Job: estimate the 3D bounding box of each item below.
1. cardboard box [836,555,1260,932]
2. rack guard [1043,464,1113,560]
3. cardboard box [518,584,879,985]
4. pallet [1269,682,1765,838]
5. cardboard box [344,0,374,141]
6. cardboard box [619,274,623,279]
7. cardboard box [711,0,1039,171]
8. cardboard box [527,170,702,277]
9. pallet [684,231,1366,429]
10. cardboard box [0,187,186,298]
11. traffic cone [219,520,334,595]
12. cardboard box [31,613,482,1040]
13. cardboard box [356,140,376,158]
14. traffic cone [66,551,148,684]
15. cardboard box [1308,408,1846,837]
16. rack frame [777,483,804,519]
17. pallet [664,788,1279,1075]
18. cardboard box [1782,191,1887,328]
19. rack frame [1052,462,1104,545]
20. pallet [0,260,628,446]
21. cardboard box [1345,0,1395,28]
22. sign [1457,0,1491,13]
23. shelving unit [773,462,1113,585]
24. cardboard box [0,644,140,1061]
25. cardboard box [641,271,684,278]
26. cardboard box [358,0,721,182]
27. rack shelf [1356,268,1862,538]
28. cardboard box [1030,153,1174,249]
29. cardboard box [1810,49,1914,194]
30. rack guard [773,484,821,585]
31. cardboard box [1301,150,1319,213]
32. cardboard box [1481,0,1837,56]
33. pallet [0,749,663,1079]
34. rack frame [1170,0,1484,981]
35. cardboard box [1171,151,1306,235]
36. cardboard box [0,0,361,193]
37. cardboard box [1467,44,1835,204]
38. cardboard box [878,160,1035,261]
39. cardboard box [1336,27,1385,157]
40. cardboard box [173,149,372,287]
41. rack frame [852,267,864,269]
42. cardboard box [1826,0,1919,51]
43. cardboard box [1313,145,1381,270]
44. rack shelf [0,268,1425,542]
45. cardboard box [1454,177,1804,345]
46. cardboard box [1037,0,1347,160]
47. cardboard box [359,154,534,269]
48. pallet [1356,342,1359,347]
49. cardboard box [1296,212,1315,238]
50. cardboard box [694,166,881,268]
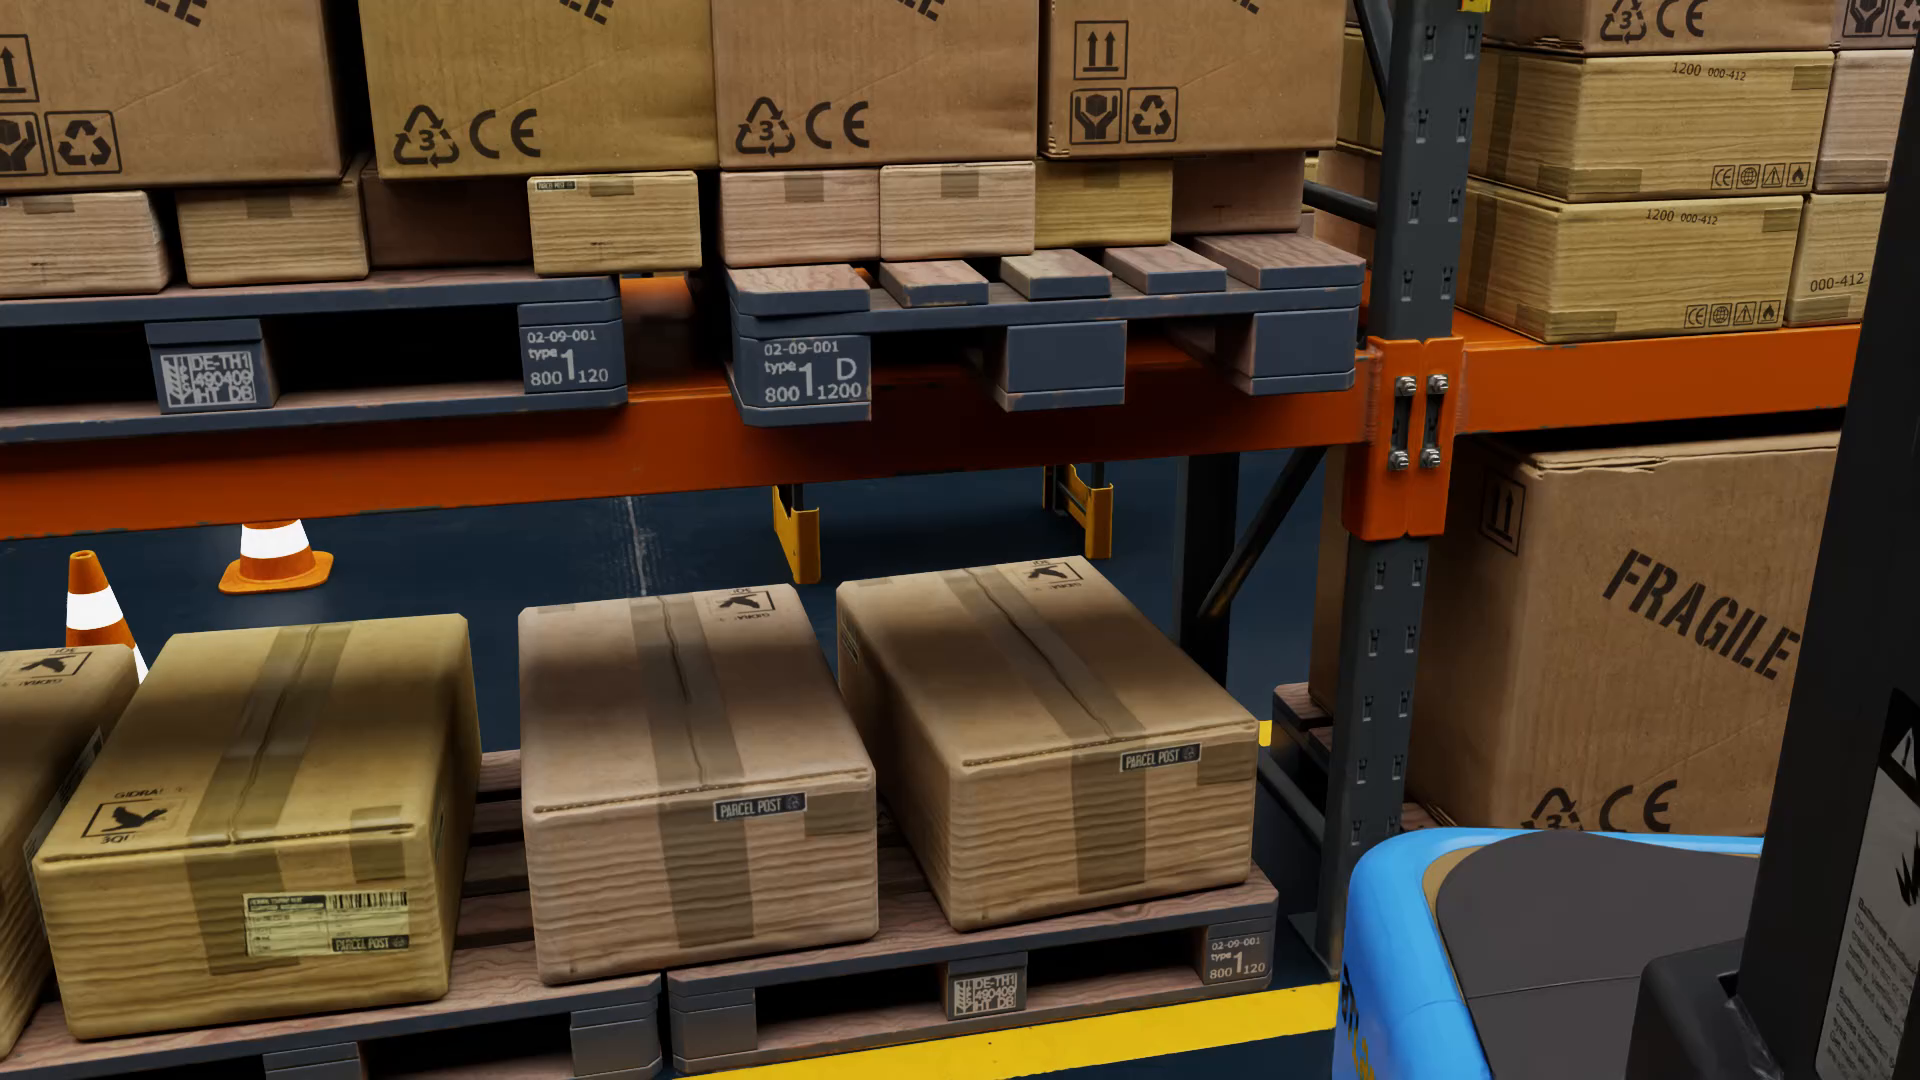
[{"bbox_3d":[0.146,0.392,3.594,0.625,0.372,0.950,-6,21,-16],"label":"cardboard box"},{"bbox_3d":[0.410,-0.151,5.863,0.087,0.250,0.587,-5,21,-12],"label":"rack guard"},{"bbox_3d":[-0.570,0.453,3.427,0.625,0.372,0.950,-5,21,-14],"label":"cardboard box"},{"bbox_3d":[1.483,0.586,3.908,1.213,0.211,1.003,-5,21,-12],"label":"pallet"},{"bbox_3d":[-1.302,-0.987,2.960,0.500,0.500,0.500,-5,21,-15],"label":"cardboard box"},{"bbox_3d":[-2.002,-1.388,7.902,0.750,0.750,1.050,-4,21,-12],"label":"cardboard box"},{"bbox_3d":[-0.181,-0.896,2.713,0.500,0.500,0.500,-5,21,-13],"label":"cardboard box"},{"bbox_3d":[-0.557,-0.537,2.673,0.250,0.149,0.380,-4,21,-12],"label":"cardboard box"},{"bbox_3d":[0.029,-0.504,3.109,1.003,0.211,1.213,-5,21,-12],"label":"pallet"},{"bbox_3d":[-1.309,-0.481,2.521,0.250,0.149,0.380,-4,20,-10],"label":"cardboard box"},{"bbox_3d":[-2.258,-0.103,5.423,0.334,0.463,0.336,-5,21,-12],"label":"traffic cone"},{"bbox_3d":[-1.309,0.511,3.268,0.625,0.372,0.950,-4,20,-11],"label":"cardboard box"},{"bbox_3d":[-0.975,-0.689,3.090,0.250,0.149,0.380,-4,20,-10],"label":"cardboard box"},{"bbox_3d":[-2.310,0.255,4.446,0.334,0.463,0.336,-5,21,-12],"label":"traffic cone"},{"bbox_3d":[1.390,0.087,3.694,0.875,0.875,0.875,-5,21,-13],"label":"cardboard box"},{"bbox_3d":[-0.578,-0.657,5.428,0.032,1.500,0.500,-5,21,-12],"label":"rack frame"},{"bbox_3d":[-0.062,0.684,3.639,1.213,0.211,1.003,-5,21,-12],"label":"pallet"},{"bbox_3d":[1.728,-0.617,3.356,0.500,0.250,0.500,-5,21,-14],"label":"cardboard box"},{"bbox_3d":[0.412,-0.738,5.648,0.032,1.500,0.500,-5,21,-12],"label":"rack frame"},{"bbox_3d":[-1.219,-0.426,2.895,1.213,0.211,1.003,-5,21,-12],"label":"pallet"},{"bbox_3d":[1.141,-1.331,3.489,0.500,0.500,0.500,-5,21,-14],"label":"cardboard box"},{"bbox_3d":[0.832,-1.012,2.648,0.005,0.325,0.100,-5,21,-12],"label":"sign"},{"bbox_3d":[-0.074,-0.698,5.540,1.083,1.500,0.587,-5,21,-12],"label":"shelving unit"},{"bbox_3d":[-1.986,0.567,3.117,0.625,0.372,0.950,-3,20,-9],"label":"cardboard box"},{"bbox_3d":[-1.152,-1.458,8.094,0.750,0.750,1.050,-5,21,-13],"label":"cardboard box"},{"bbox_3d":[-0.672,-0.856,2.602,0.500,0.500,0.500,-6,21,-16],"label":"cardboard box"},{"bbox_3d":[2.645,-0.507,3.883,4.000,0.370,1.077,-5,21,-12],"label":"rack shelf"},{"bbox_3d":[0.189,-0.615,2.888,0.250,0.149,0.380,-4,21,-12],"label":"cardboard box"},{"bbox_3d":[1.752,-0.849,3.261,0.500,0.250,0.500,-4,21,-11],"label":"cardboard box"},{"bbox_3d":[-0.559,-0.072,5.648,0.087,0.250,0.587,-5,21,-12],"label":"rack guard"},{"bbox_3d":[1.673,-1.801,8.304,0.500,0.250,0.500,-6,21,-15],"label":"cardboard box"},{"bbox_3d":[1.235,-1.160,3.021,0.500,0.500,0.500,-5,21,-14],"label":"cardboard box"},{"bbox_3d":[-1.247,0.780,3.379,1.213,0.211,1.003,-5,21,-12],"label":"pallet"},{"bbox_3d":[0.698,-0.686,3.327,0.127,3.000,1.000,-5,21,-12],"label":"rack frame"},{"bbox_3d":[0.434,-0.661,3.012,0.250,0.149,0.380,-4,20,-10],"label":"cardboard box"},{"bbox_3d":[-1.203,-0.813,2.485,0.500,0.500,0.500,-6,21,-15],"label":"cardboard box"},{"bbox_3d":[1.248,-0.808,3.151,0.500,0.250,0.500,-5,21,-13],"label":"cardboard box"},{"bbox_3d":[-0.046,-0.580,2.793,0.250,0.149,0.380,-5,21,-13],"label":"cardboard box"},{"bbox_3d":[1.111,-0.974,3.604,0.500,0.250,0.500,-5,21,-13],"label":"cardboard box"},{"bbox_3d":[-1.056,-0.512,2.605,0.250,0.149,0.380,-5,21,-14],"label":"cardboard box"},{"bbox_3d":[-0.539,-2.335,7.829,0.127,3.000,1.000,-5,21,-12],"label":"rack frame"},{"bbox_3d":[1.715,-1.202,3.137,0.500,0.500,0.500,-5,21,-12],"label":"cardboard box"},{"bbox_3d":[1.131,-0.743,3.699,0.500,0.250,0.500,-5,21,-14],"label":"cardboard box"},{"bbox_3d":[-1.248,-0.190,3.019,4.000,0.370,1.077,-5,21,-12],"label":"rack shelf"},{"bbox_3d":[1.233,-0.570,3.229,0.500,0.250,0.500,-5,21,-13],"label":"cardboard box"},{"bbox_3d":[0.320,-0.941,2.834,0.500,0.500,0.500,-5,21,-14],"label":"cardboard box"},{"bbox_3d":[-0.831,-0.559,2.734,0.250,0.149,0.380,-4,21,-12],"label":"cardboard box"},{"bbox_3d":[1.407,-1.183,8.736,1.213,0.211,1.003,-5,21,-12],"label":"pallet"},{"bbox_3d":[1.692,-1.453,8.443,0.500,0.500,0.500,-5,21,-14],"label":"cardboard box"},{"bbox_3d":[-0.292,-0.563,2.746,0.250,0.149,0.380,-6,21,-15],"label":"cardboard box"}]
